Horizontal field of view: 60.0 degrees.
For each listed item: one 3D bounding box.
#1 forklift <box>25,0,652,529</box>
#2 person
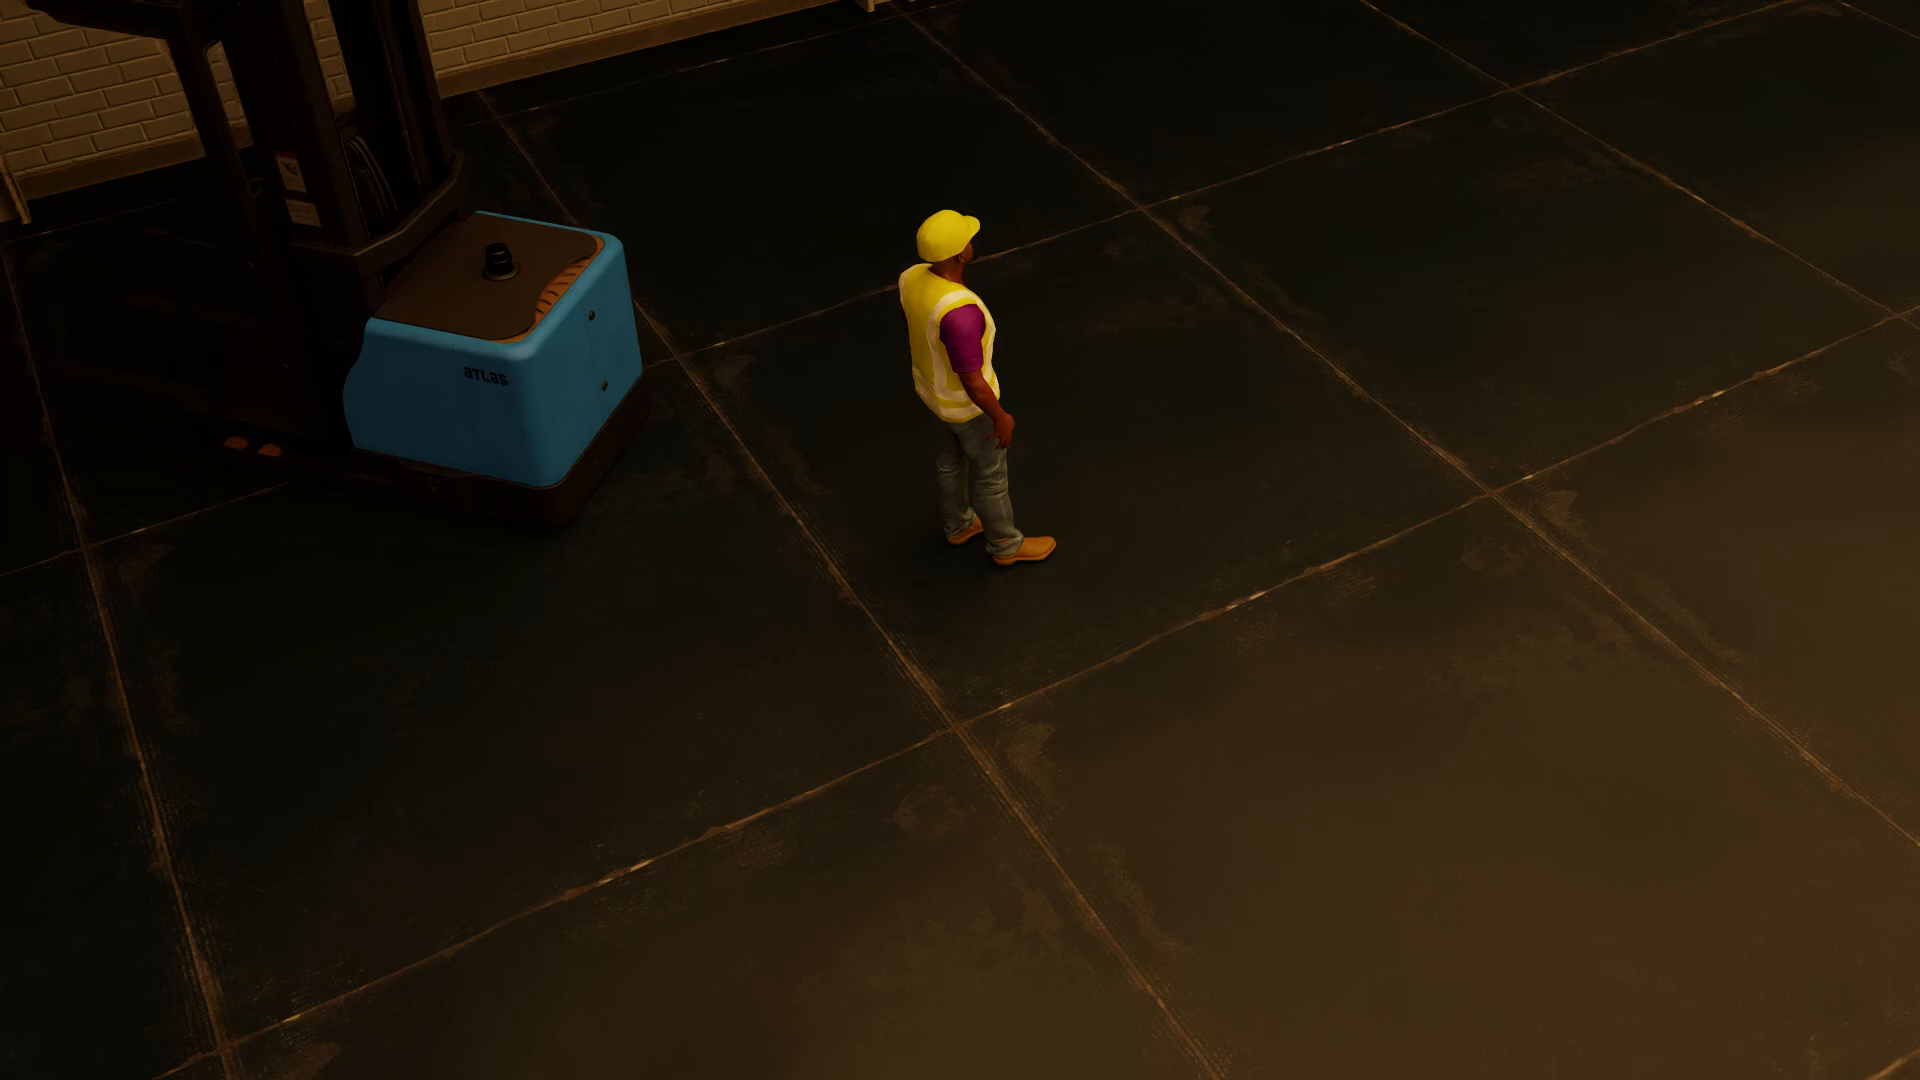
[{"bbox_3d":[-3.145,-1.711,7.542,3.031,2.935,1.130,12,44,13],"label":"forklift"},{"bbox_3d":[0.063,-0.673,7.269,0.577,1.765,0.665,-21,47,-21],"label":"person"}]
